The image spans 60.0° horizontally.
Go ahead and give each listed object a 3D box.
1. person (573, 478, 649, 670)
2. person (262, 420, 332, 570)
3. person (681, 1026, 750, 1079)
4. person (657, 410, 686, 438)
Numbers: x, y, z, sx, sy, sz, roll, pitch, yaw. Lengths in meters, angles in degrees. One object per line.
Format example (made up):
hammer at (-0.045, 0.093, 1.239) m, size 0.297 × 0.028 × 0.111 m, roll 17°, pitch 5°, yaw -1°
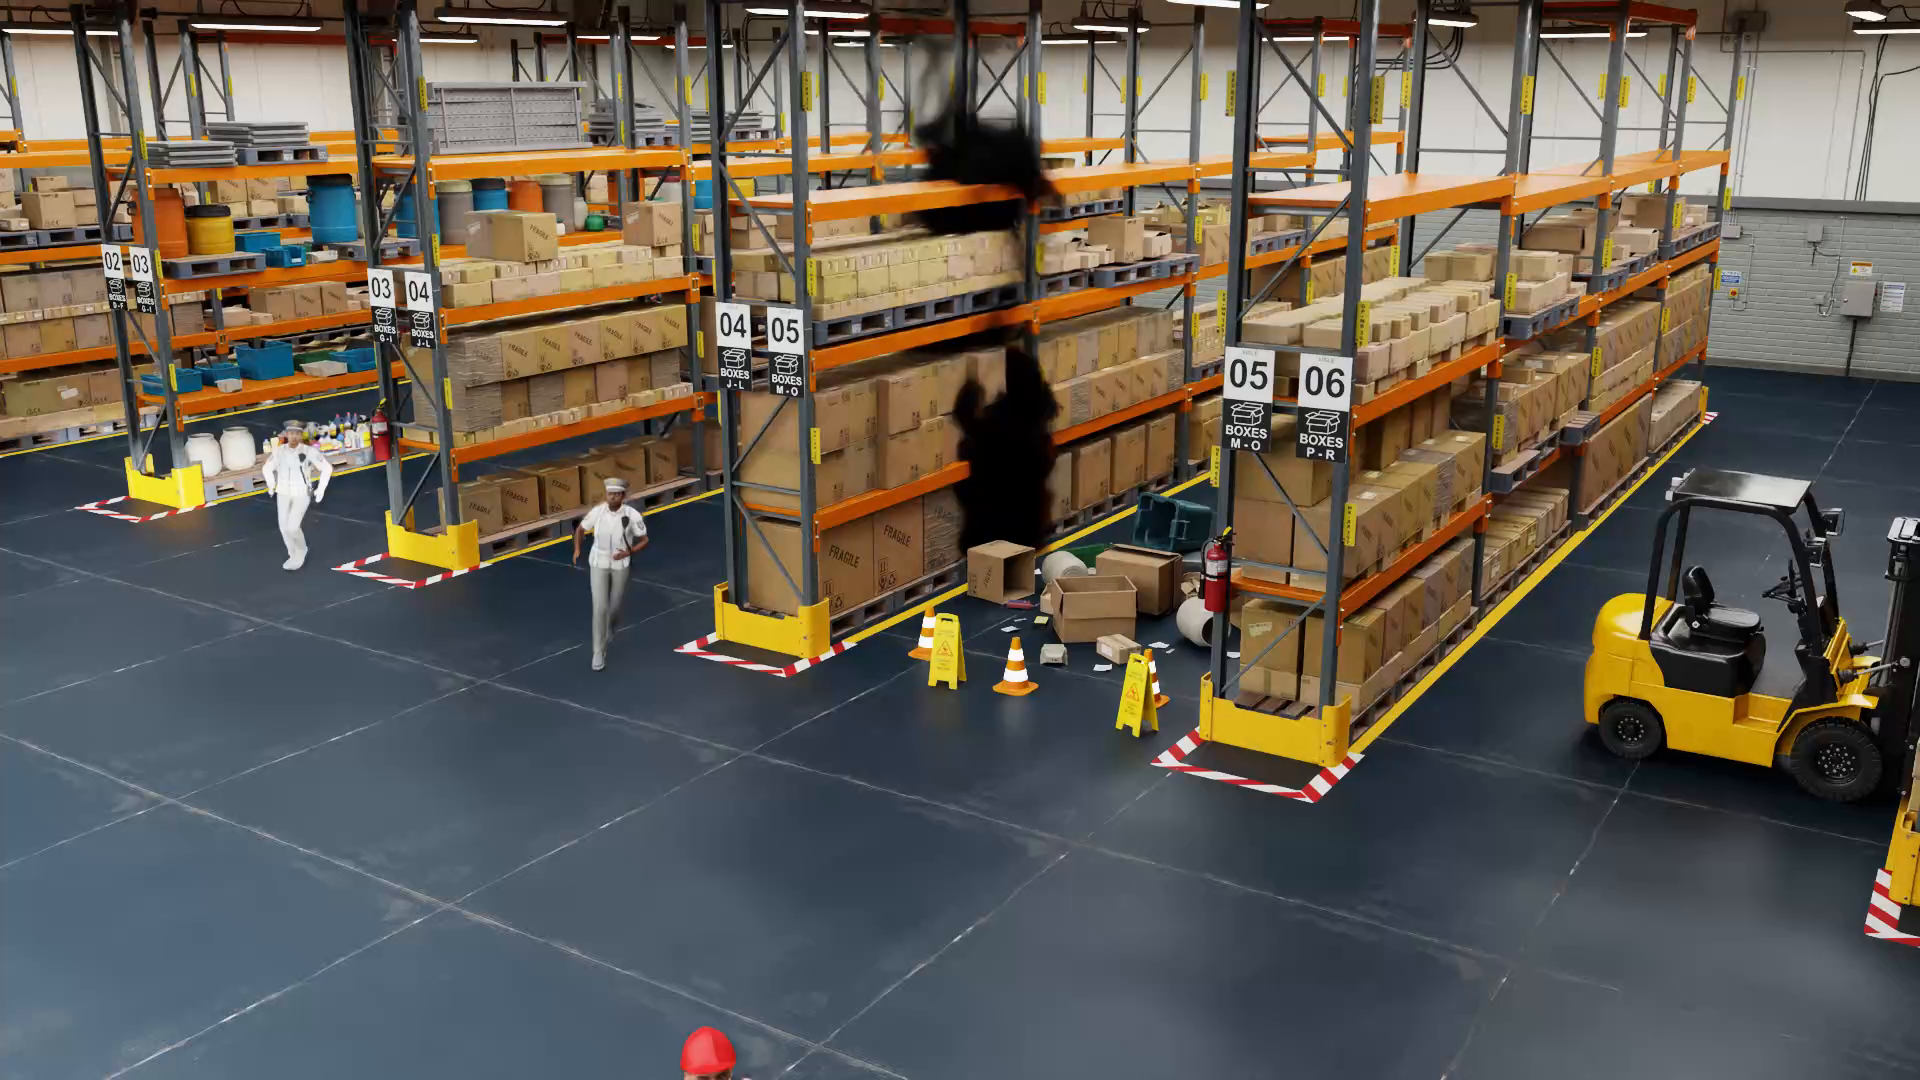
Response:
person at (-3.148, 0.252, 15.070) m, size 0.677 × 1.695 × 0.763 m, roll -2°, pitch 16°, yaw -8°
person at (-7.125, -0.475, 17.840) m, size 0.688 × 1.651 × 0.540 m, roll 0°, pitch 16°, yaw 1°
person at (-0.894, 2.660, 6.262) m, size 0.654 × 1.834 × 0.855 m, roll -4°, pitch 16°, yaw -13°
person at (-4.249, -2.343, 24.348) m, size 0.685 × 1.815 × 0.746 m, roll 4°, pitch 16°, yaw 16°
